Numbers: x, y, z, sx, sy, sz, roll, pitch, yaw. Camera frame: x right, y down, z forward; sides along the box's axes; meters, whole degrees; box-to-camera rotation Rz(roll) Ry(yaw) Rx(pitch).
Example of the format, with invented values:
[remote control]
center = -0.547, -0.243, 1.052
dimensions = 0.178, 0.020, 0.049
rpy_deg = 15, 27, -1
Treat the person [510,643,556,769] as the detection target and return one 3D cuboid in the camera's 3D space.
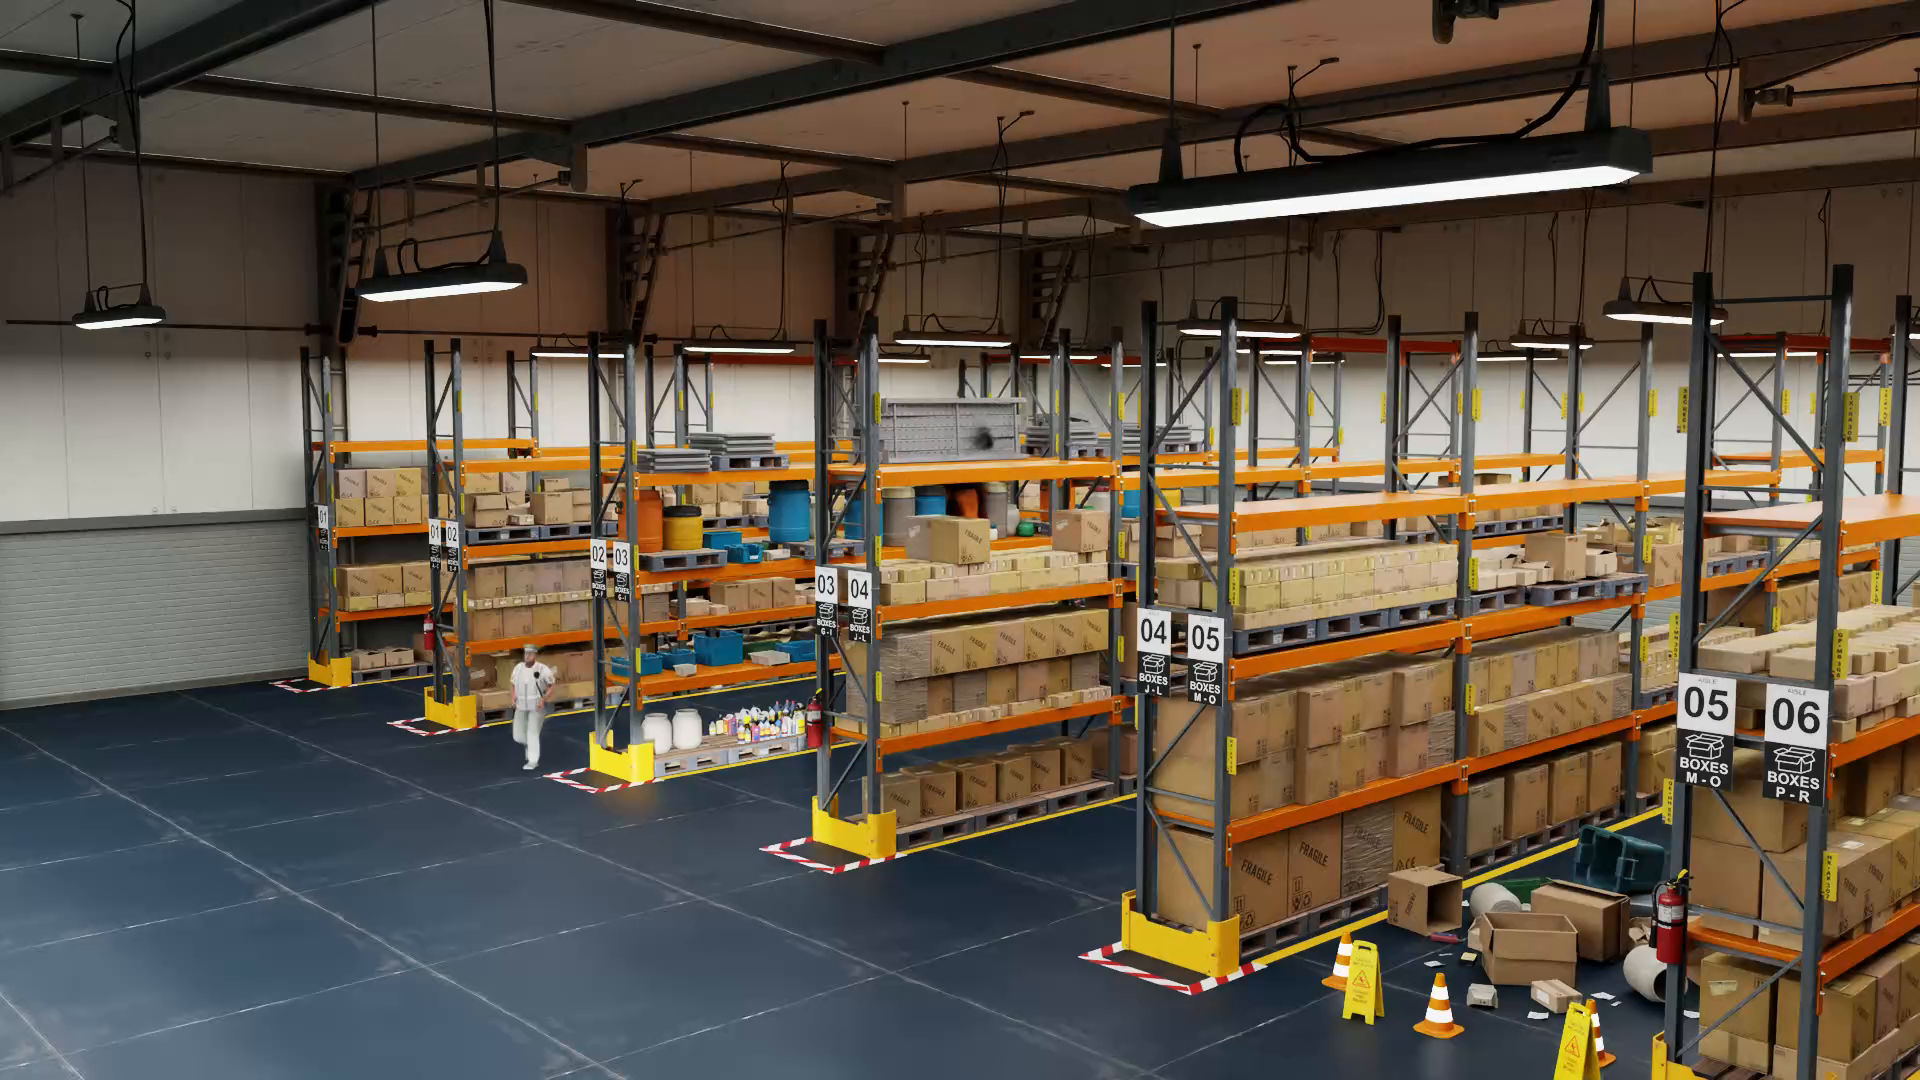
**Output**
[person]
center = -5.910, 2.277, 22.965
dimensions = 0.648, 1.737, 0.595
rpy_deg = 0, 5, 5
